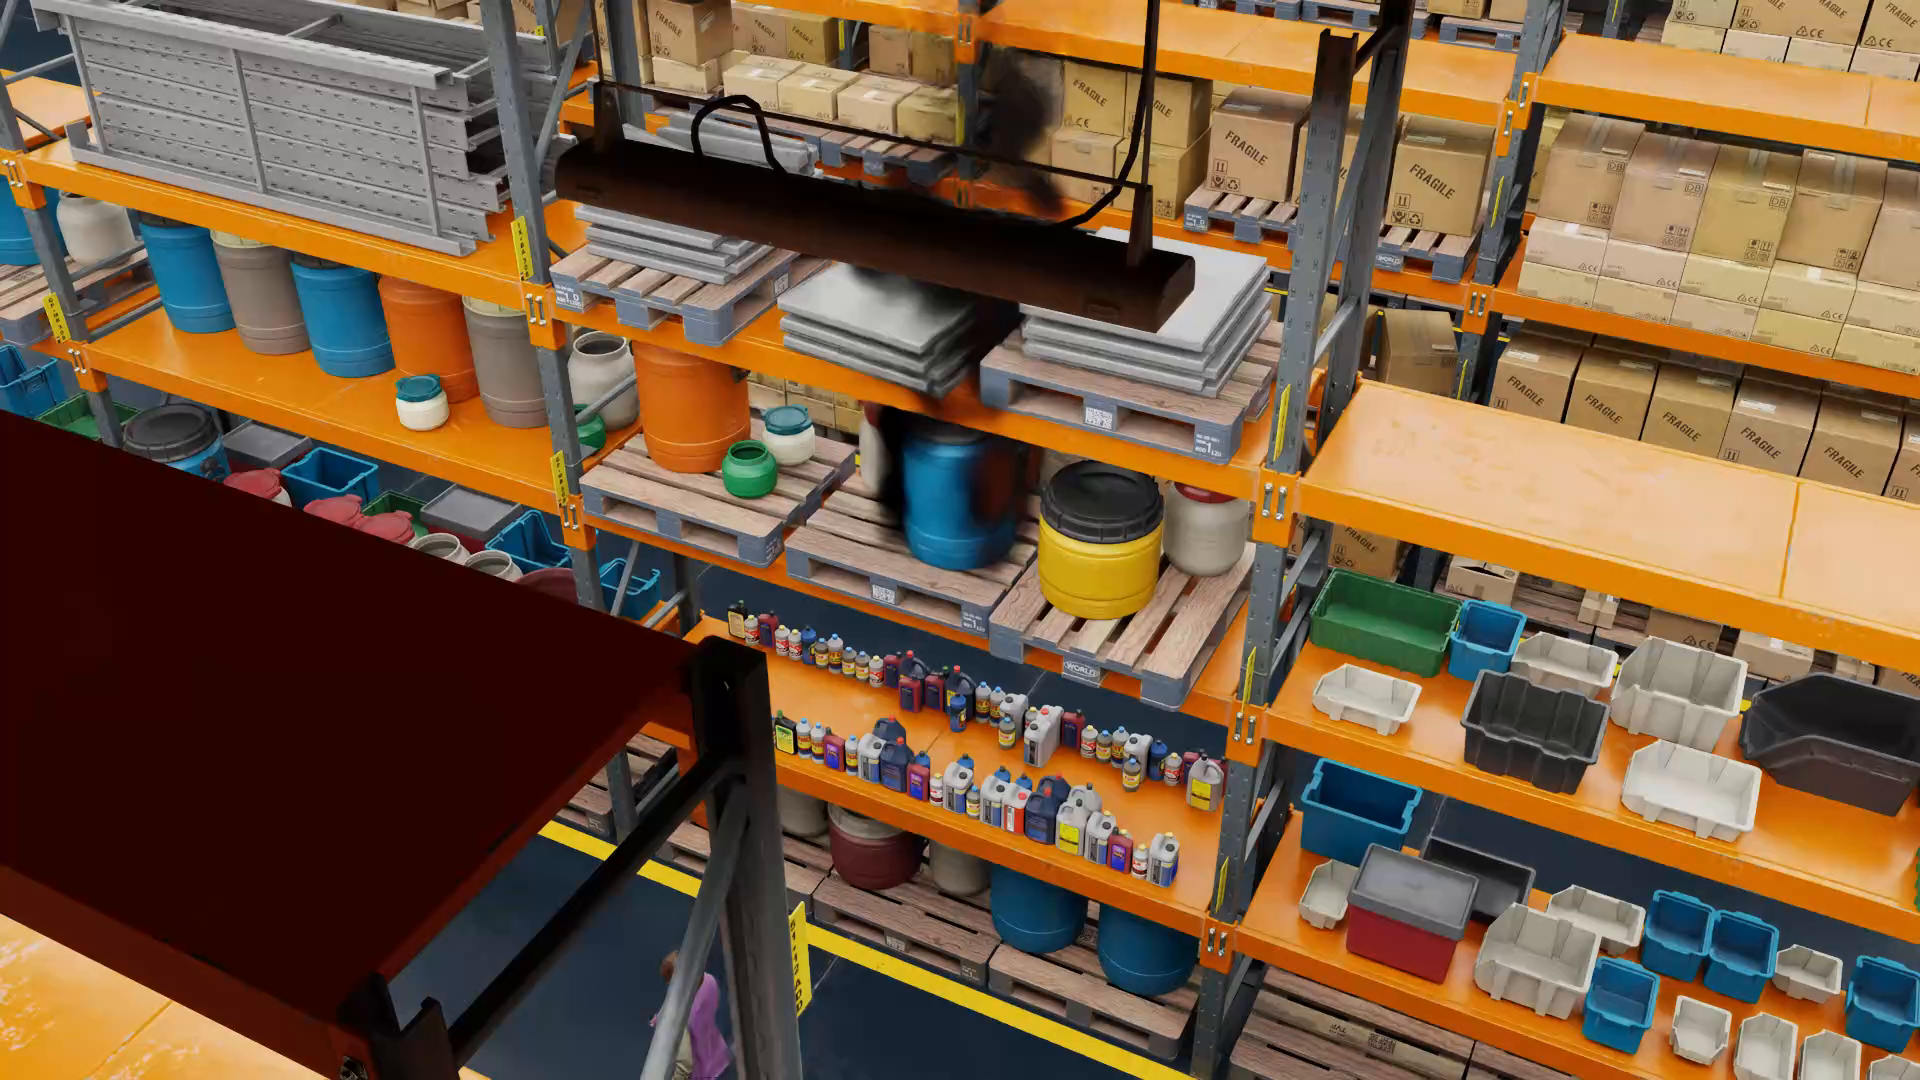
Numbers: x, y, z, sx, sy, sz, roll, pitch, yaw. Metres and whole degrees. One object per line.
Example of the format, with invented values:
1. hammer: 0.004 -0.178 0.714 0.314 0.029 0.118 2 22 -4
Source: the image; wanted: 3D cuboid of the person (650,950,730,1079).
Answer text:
1. person: -1.396 2.761 8.674 0.605 1.469 0.560 16 38 21
